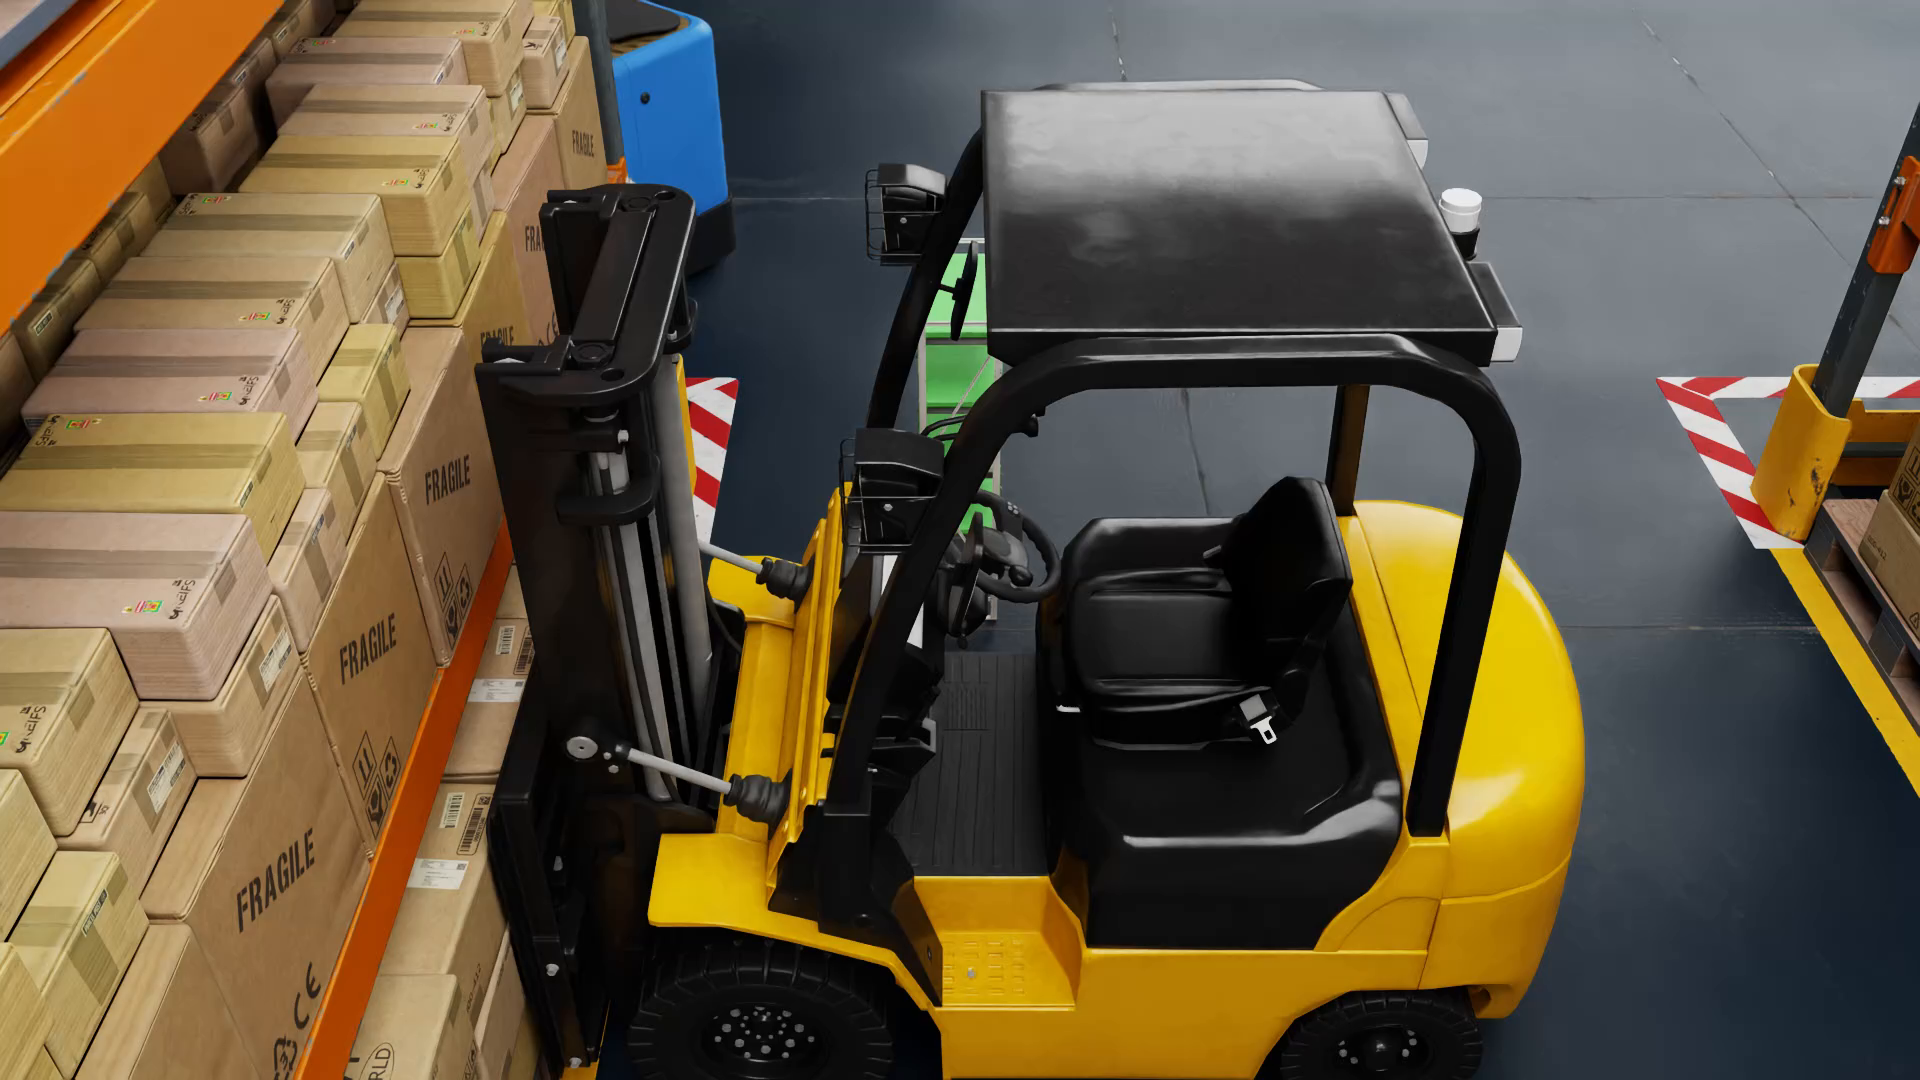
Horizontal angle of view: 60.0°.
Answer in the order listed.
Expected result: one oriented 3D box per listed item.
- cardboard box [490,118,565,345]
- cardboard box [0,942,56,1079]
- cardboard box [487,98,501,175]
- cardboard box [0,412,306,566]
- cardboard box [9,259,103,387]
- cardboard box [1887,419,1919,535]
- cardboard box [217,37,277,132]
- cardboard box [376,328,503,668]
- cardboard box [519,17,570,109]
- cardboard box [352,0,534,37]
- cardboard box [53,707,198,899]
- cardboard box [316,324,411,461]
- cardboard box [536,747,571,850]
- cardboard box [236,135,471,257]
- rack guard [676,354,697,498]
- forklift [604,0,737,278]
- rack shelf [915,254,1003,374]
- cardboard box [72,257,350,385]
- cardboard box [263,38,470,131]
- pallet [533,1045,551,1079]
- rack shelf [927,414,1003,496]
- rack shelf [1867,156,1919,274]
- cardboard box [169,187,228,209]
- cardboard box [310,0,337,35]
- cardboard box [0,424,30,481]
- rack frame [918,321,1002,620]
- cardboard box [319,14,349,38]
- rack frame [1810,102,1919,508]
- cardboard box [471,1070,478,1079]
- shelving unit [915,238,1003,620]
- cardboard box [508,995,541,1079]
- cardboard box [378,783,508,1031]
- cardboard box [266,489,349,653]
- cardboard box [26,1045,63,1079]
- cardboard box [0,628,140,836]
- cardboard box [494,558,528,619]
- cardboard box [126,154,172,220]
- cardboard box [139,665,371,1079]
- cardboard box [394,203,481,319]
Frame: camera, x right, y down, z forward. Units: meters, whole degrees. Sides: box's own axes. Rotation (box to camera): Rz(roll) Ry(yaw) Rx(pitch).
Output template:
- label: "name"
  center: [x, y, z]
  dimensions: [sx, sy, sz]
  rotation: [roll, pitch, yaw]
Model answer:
- label: "cardboard box"
  center: [-1.286, -0.725, 4.176]
  dimensions: [0.500, 0.500, 0.500]
  rotation: [1, 39, 1]
- label: "cardboard box"
  center: [-1.240, 0.576, 1.796]
  dimensions: [0.380, 0.149, 0.250]
  rotation: [1, 39, 1]
- label: "cardboard box"
  center: [-1.302, -0.916, 3.896]
  dimensions: [0.380, 0.149, 0.250]
  rotation: [0, 39, 0]
- label: "cardboard box"
  center: [-1.265, -0.070, 2.603]
  dimensions: [0.380, 0.149, 0.250]
  rotation: [-1, 39, -1]
- label: "cardboard box"
  center: [-1.777, -0.383, 2.993]
  dimensions: [0.380, 0.149, 0.250]
  rotation: [1, 39, 1]
- label: "cardboard box"
  center: [3.148, -0.188, 4.849]
  dimensions: [0.500, 0.500, 0.500]
  rotation: [-1, 39, -2]
- label: "cardboard box"
  center: [-1.788, -1.032, 3.803]
  dimensions: [0.380, 0.149, 0.250]
  rotation: [0, 39, 0]
- label: "cardboard box"
  center: [-1.274, -0.090, 3.384]
  dimensions: [0.500, 0.500, 0.500]
  rotation: [0, 39, 0]
- label: "cardboard box"
  center: [-1.230, -1.233, 4.292]
  dimensions: [0.380, 0.149, 0.250]
  rotation: [1, 39, 1]
- label: "cardboard box"
  center: [-1.298, -1.348, 4.197]
  dimensions: [0.380, 0.149, 0.250]
  rotation: [0, 39, 0]
- label: "cardboard box"
  center: [-1.303, 0.367, 2.294]
  dimensions: [0.380, 0.149, 0.250]
  rotation: [0, 39, 0]
- label: "cardboard box"
  center: [-1.255, -0.275, 3.096]
  dimensions: [0.380, 0.149, 0.250]
  rotation: [-1, 39, -1]
- label: "cardboard box"
  center: [-1.219, 0.650, 4.004]
  dimensions: [0.500, 0.250, 0.500]
  rotation: [0, 39, 0]
- label: "cardboard box"
  center: [-1.228, -0.704, 3.393]
  dimensions: [0.380, 0.149, 0.250]
  rotation: [1, 39, 1]
- label: "rack guard"
  center: [-1.541, -0.357, 5.796]
  dimensions: [1.175, 0.500, 0.348]
  rotation: [0, 39, 0]
- label: "forklift"
  center: [-2.449, -2.693, 6.767]
  dimensions: [3.031, 2.935, 1.130]
  rotation: [26, 45, 28]
- label: "rack shelf"
  center: [0.000, -0.689, 4.985]
  dimensions: [0.258, 0.148, 0.480]
  rotation: [0, 39, 0]
- label: "cardboard box"
  center: [-1.339, -0.385, 2.996]
  dimensions: [0.380, 0.149, 0.250]
  rotation: [0, 39, 0]
- label: "cardboard box"
  center: [-1.345, -1.028, 3.798]
  dimensions: [0.380, 0.149, 0.250]
  rotation: [0, 39, 0]
- label: "pallet"
  center: [-1.499, 1.010, 4.321]
  dimensions: [1.003, 0.211, 1.213]
  rotation: [0, 39, 0]
- label: "rack shelf"
  center: [0.000, -0.315, 5.286]
  dimensions: [0.258, 0.148, 0.480]
  rotation: [0, 39, 0]
- label: "rack shelf"
  center: [3.425, 0.208, 3.667]
  dimensions: [1.077, 0.370, 4.000]
  rotation: [0, 39, 0]
- label: "cardboard box"
  center: [-1.873, -0.761, 3.703]
  dimensions: [0.380, 0.149, 0.250]
  rotation: [0, 39, 0]
- label: "cardboard box"
  center: [-1.816, -1.349, 4.199]
  dimensions: [0.380, 0.149, 0.250]
  rotation: [1, 39, 1]
- label: "cardboard box"
  center: [-1.799, -0.116, 2.898]
  dimensions: [0.380, 0.149, 0.250]
  rotation: [0, 39, -1]
- label: "rack frame"
  center: [0.000, -0.212, 5.055]
  dimensions: [0.240, 1.200, 0.015]
  rotation: [0, 39, 0]
- label: "cardboard box"
  center: [-1.736, -1.243, 4.304]
  dimensions: [0.380, 0.149, 0.250]
  rotation: [0, 39, 0]
- label: "rack frame"
  center: [3.423, -1.324, 5.003]
  dimensions: [1.000, 3.000, 0.127]
  rotation: [0, 39, 0]
- label: "cardboard box"
  center: [-1.231, 1.280, 3.217]
  dimensions: [0.500, 0.250, 0.500]
  rotation: [0, 39, 0]
- label: "shelving unit"
  center: [0.000, -0.365, 5.246]
  dimensions: [0.258, 1.200, 0.503]
  rotation: [0, 39, 0]
- label: "cardboard box"
  center: [-1.238, 1.151, 3.778]
  dimensions: [0.500, 0.250, 0.500]
  rotation: [1, 39, 1]
- label: "cardboard box"
  center: [-1.225, 0.769, 3.455]
  dimensions: [0.500, 0.250, 0.500]
  rotation: [1, 39, 1]
- label: "cardboard box"
  center: [-1.228, 0.049, 2.692]
  dimensions: [0.380, 0.149, 0.250]
  rotation: [0, 39, -1]
- label: "cardboard box"
  center: [-1.273, 0.692, 1.889]
  dimensions: [0.380, 0.149, 0.250]
  rotation: [-1, 39, -1]
- label: "cardboard box"
  center: [-1.340, 0.253, 2.199]
  dimensions: [0.380, 0.149, 0.250]
  rotation: [-1, 39, -1]
- label: "cardboard box"
  center: [-1.211, 0.124, 4.260]
  dimensions: [0.500, 0.250, 0.500]
  rotation: [0, 39, 1]
- label: "cardboard box"
  center: [-1.860, -0.703, 3.392]
  dimensions: [0.380, 0.149, 0.250]
  rotation: [-1, 39, -1]
- label: "cardboard box"
  center: [-1.293, 0.541, 2.596]
  dimensions: [0.500, 0.500, 0.500]
  rotation: [1, 39, 1]
- label: "cardboard box"
  center: [-1.234, -0.591, 3.490]
  dimensions: [0.380, 0.149, 0.250]
  rotation: [0, 39, 0]
